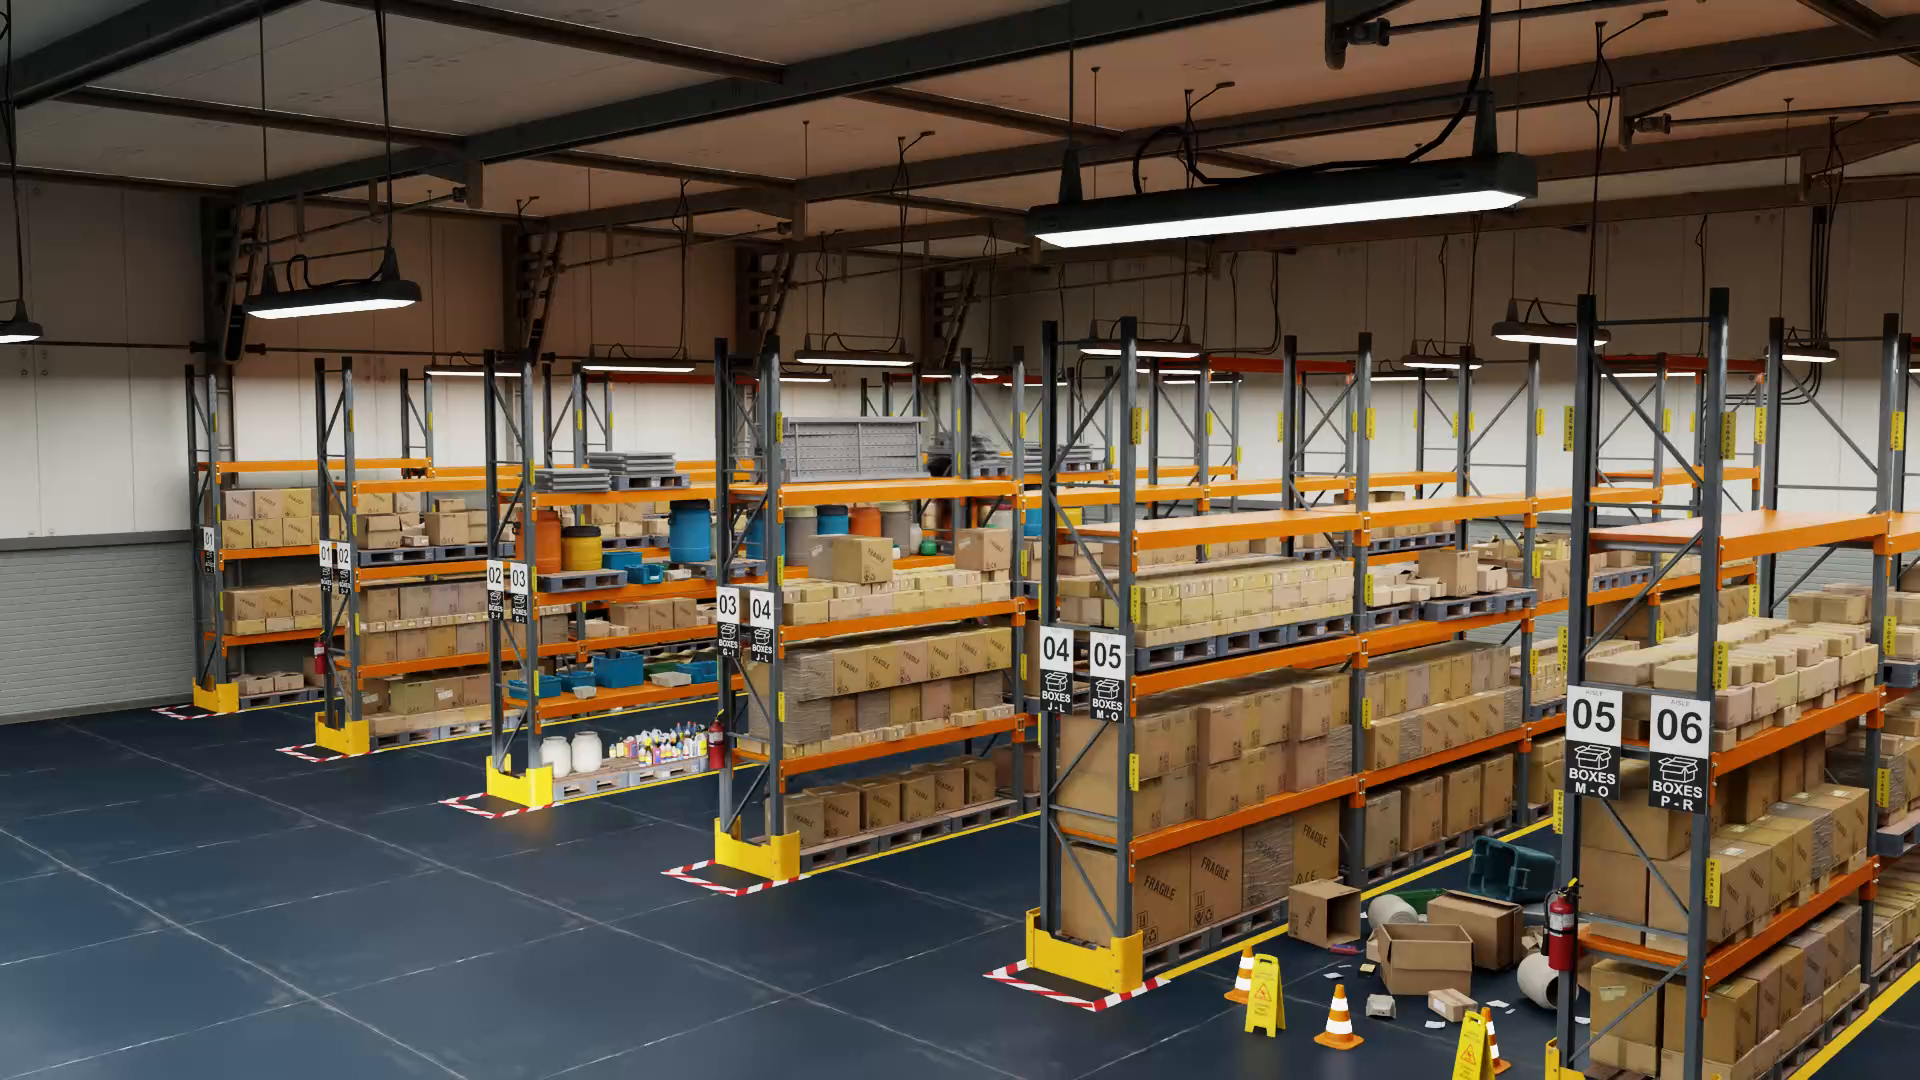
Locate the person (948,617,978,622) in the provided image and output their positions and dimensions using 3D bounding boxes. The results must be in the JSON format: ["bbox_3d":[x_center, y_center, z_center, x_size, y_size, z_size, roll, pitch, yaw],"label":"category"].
[{"bbox_3d":[0.007,1.727,31.852,0.607,1.654,0.506,3,5,37],"label":"person"}]

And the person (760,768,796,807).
[{"bbox_3d":[-2.416,2.627,22.267,0.659,1.717,1.062,2,5,21],"label":"person"}]
